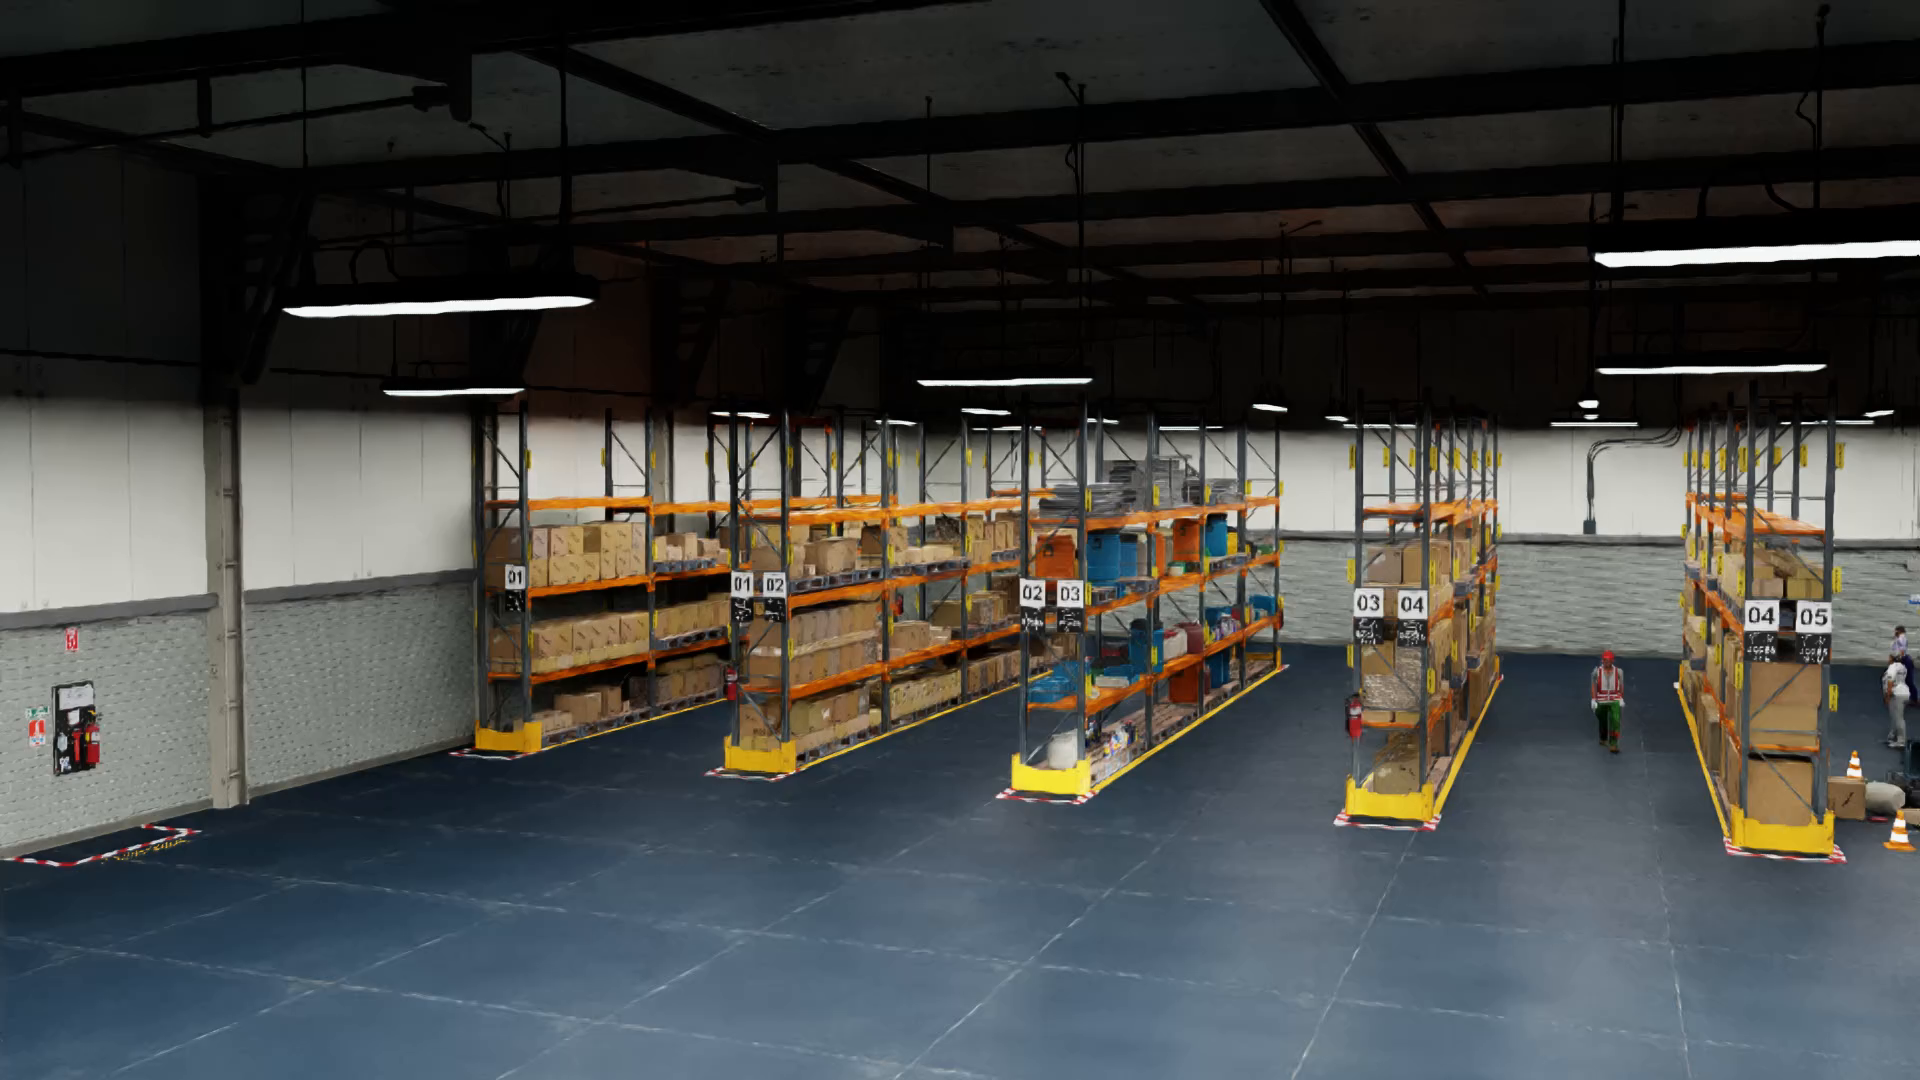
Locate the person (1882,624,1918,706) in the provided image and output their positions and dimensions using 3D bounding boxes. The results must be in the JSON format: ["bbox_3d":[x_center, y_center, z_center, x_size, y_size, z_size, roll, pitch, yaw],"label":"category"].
[{"bbox_3d":[19.182,2.523,33.877,0.608,1.630,0.579,1,3,20],"label":"person"}]

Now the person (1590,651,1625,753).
[{"bbox_3d":[11.104,2.744,28.530,0.553,1.709,1.123,1,3,23],"label":"person"}]

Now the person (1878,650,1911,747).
[{"bbox_3d":[16.315,2.747,29.047,0.583,1.657,0.552,-2,4,-42],"label":"person"}]
